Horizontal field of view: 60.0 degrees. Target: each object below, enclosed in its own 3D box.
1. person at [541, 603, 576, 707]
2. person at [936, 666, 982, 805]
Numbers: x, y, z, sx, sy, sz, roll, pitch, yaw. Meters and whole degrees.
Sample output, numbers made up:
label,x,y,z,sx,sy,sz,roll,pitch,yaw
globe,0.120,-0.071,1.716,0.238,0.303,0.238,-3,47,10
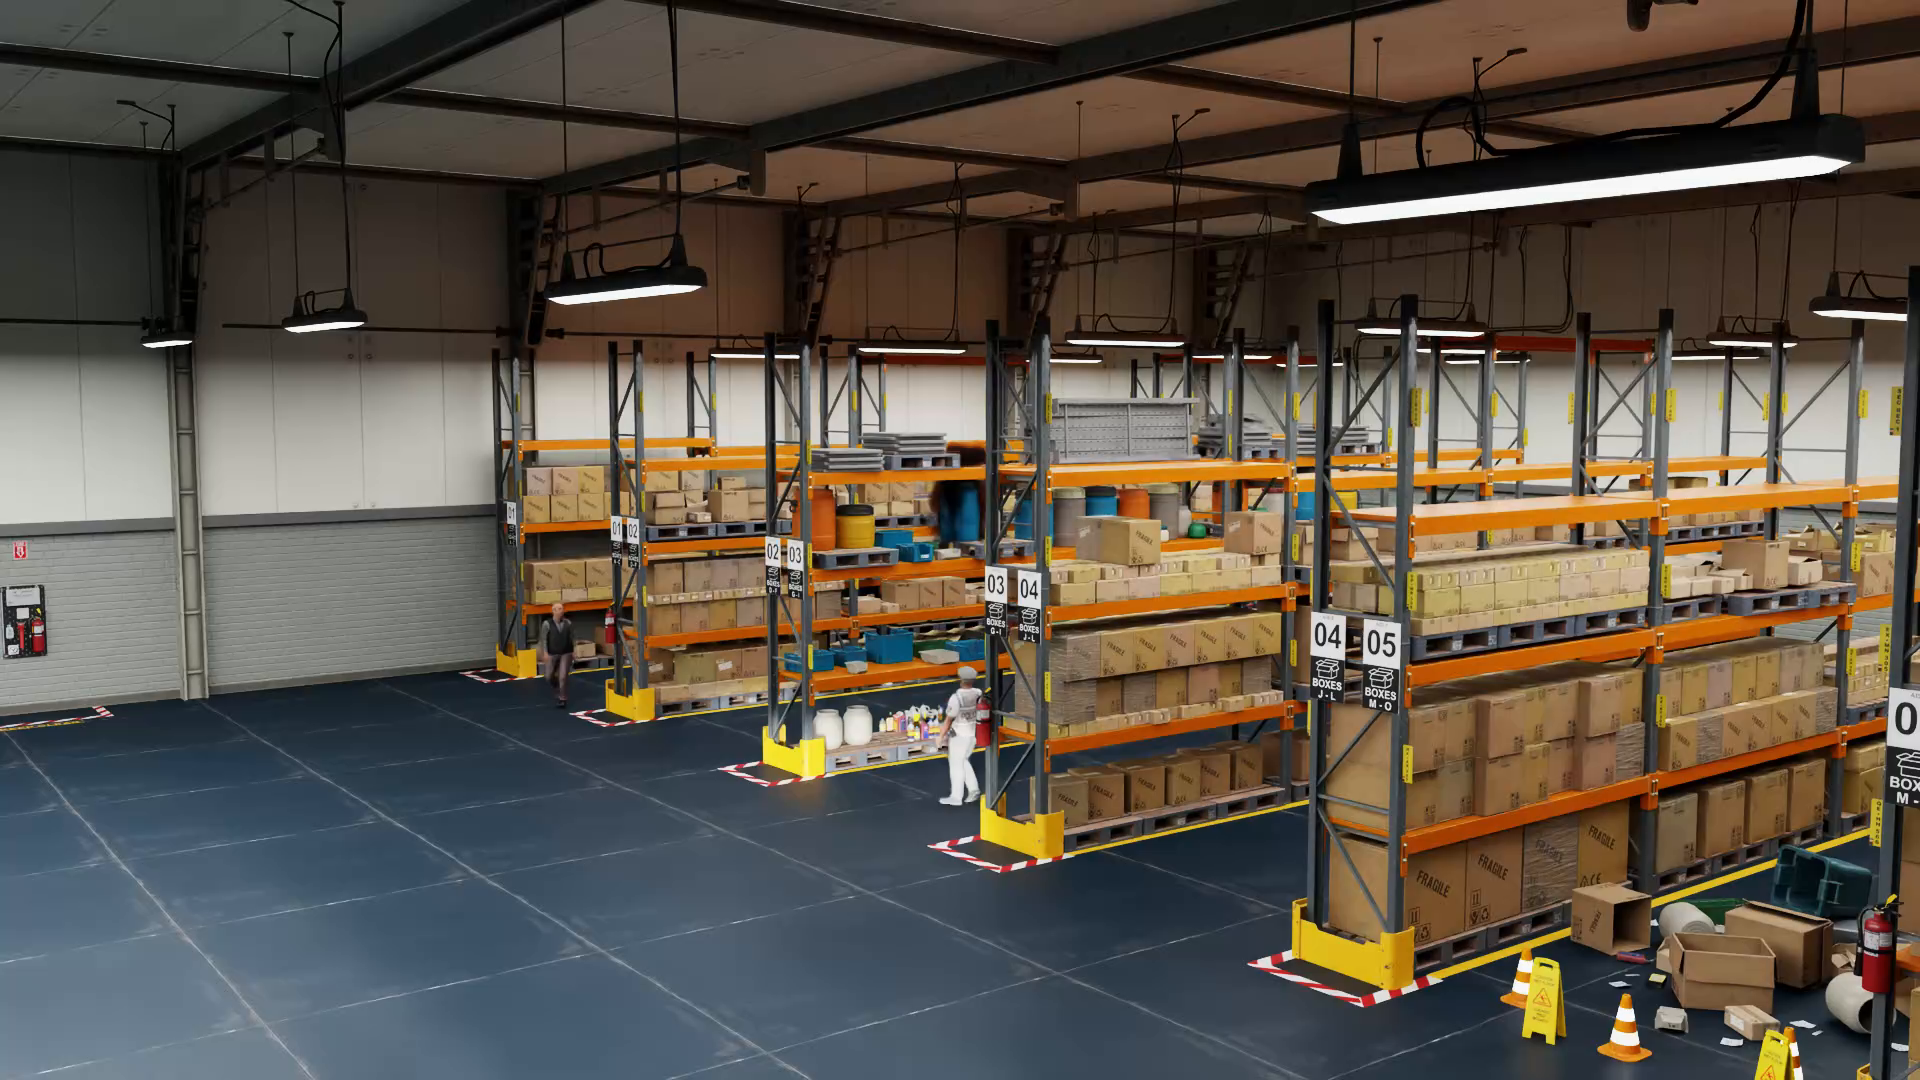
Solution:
label,x,y,z,sx,sy,sz,roll,pitch,yaw
person,-6.630,1.890,27.549,0.556,1.702,0.553,0,5,2
person,0.006,2.426,20.836,0.548,1.721,0.581,3,6,33
